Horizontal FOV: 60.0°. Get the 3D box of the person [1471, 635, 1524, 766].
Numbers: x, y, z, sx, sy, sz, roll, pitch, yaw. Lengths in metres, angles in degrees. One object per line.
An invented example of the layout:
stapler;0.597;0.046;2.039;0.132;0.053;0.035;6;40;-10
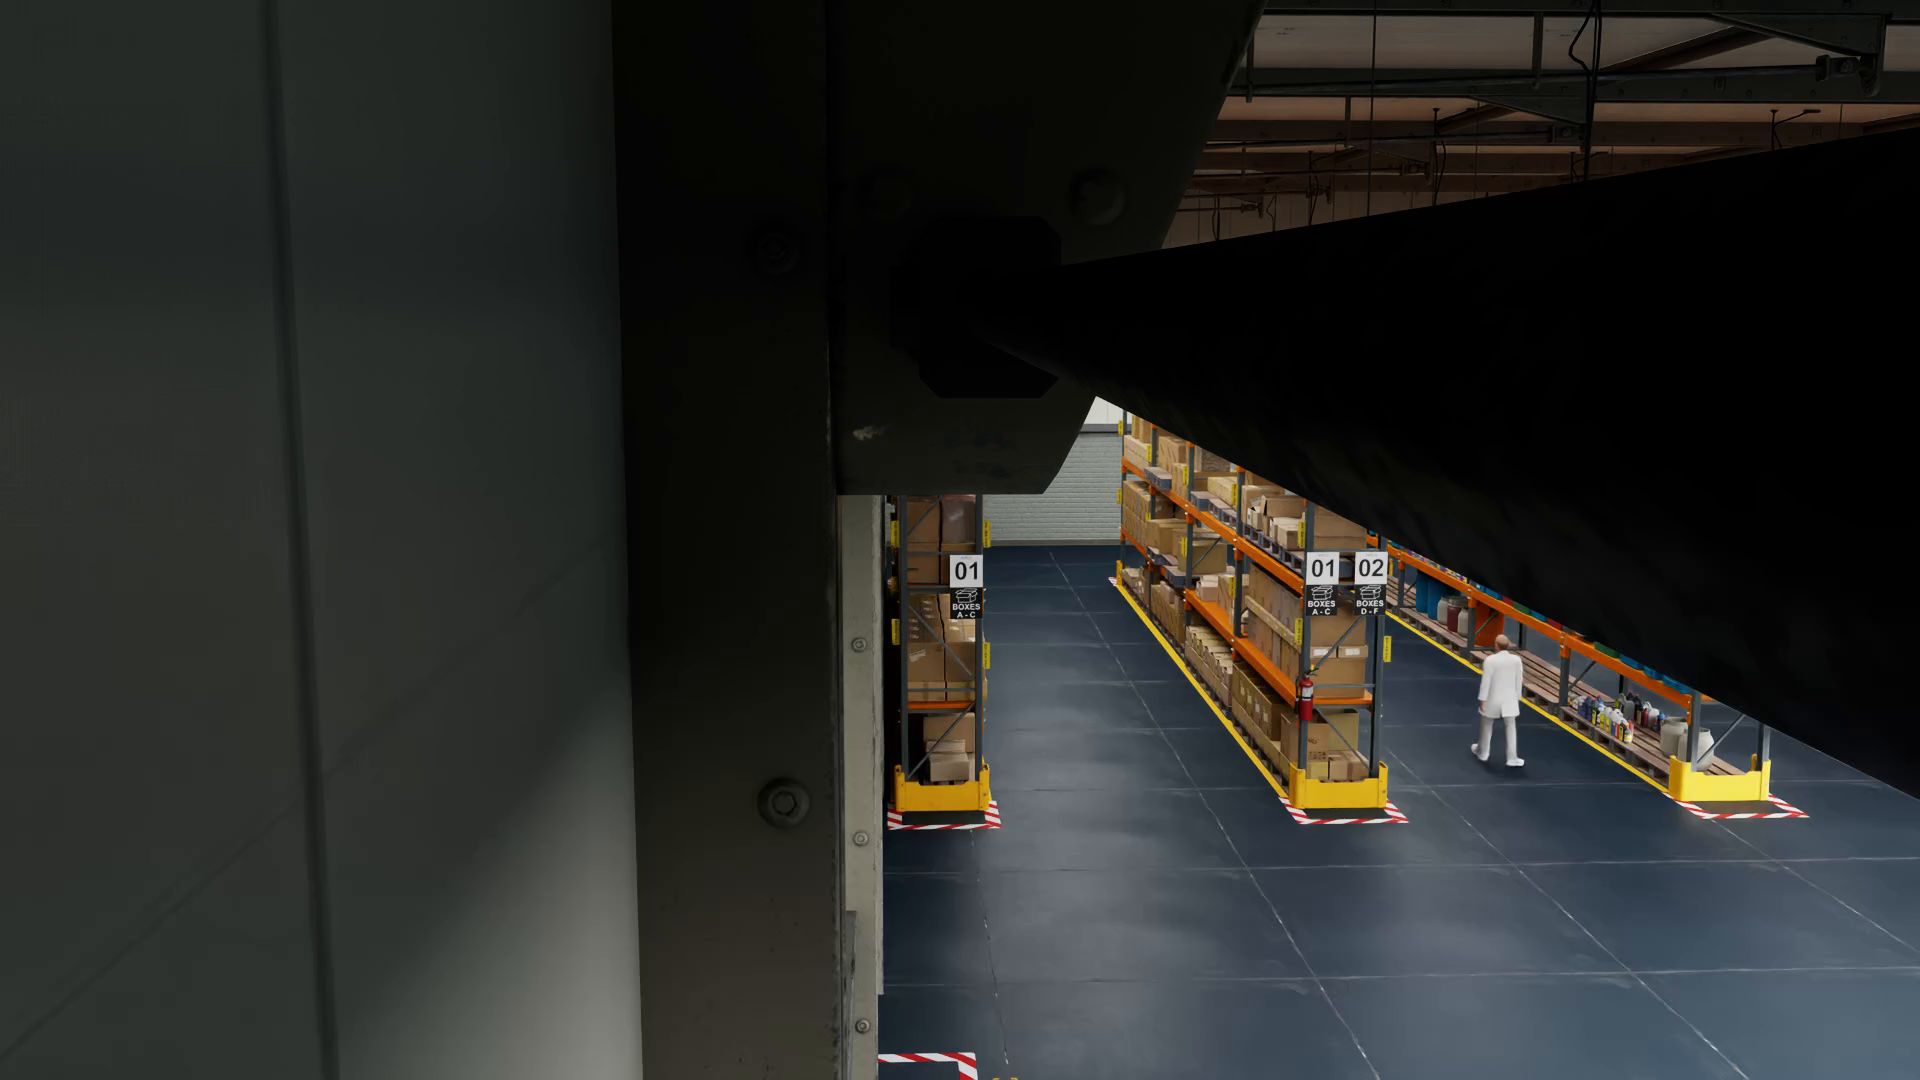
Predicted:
person;7.298;2.154;22.530;0.625;1.775;0.834;0;8;-1
